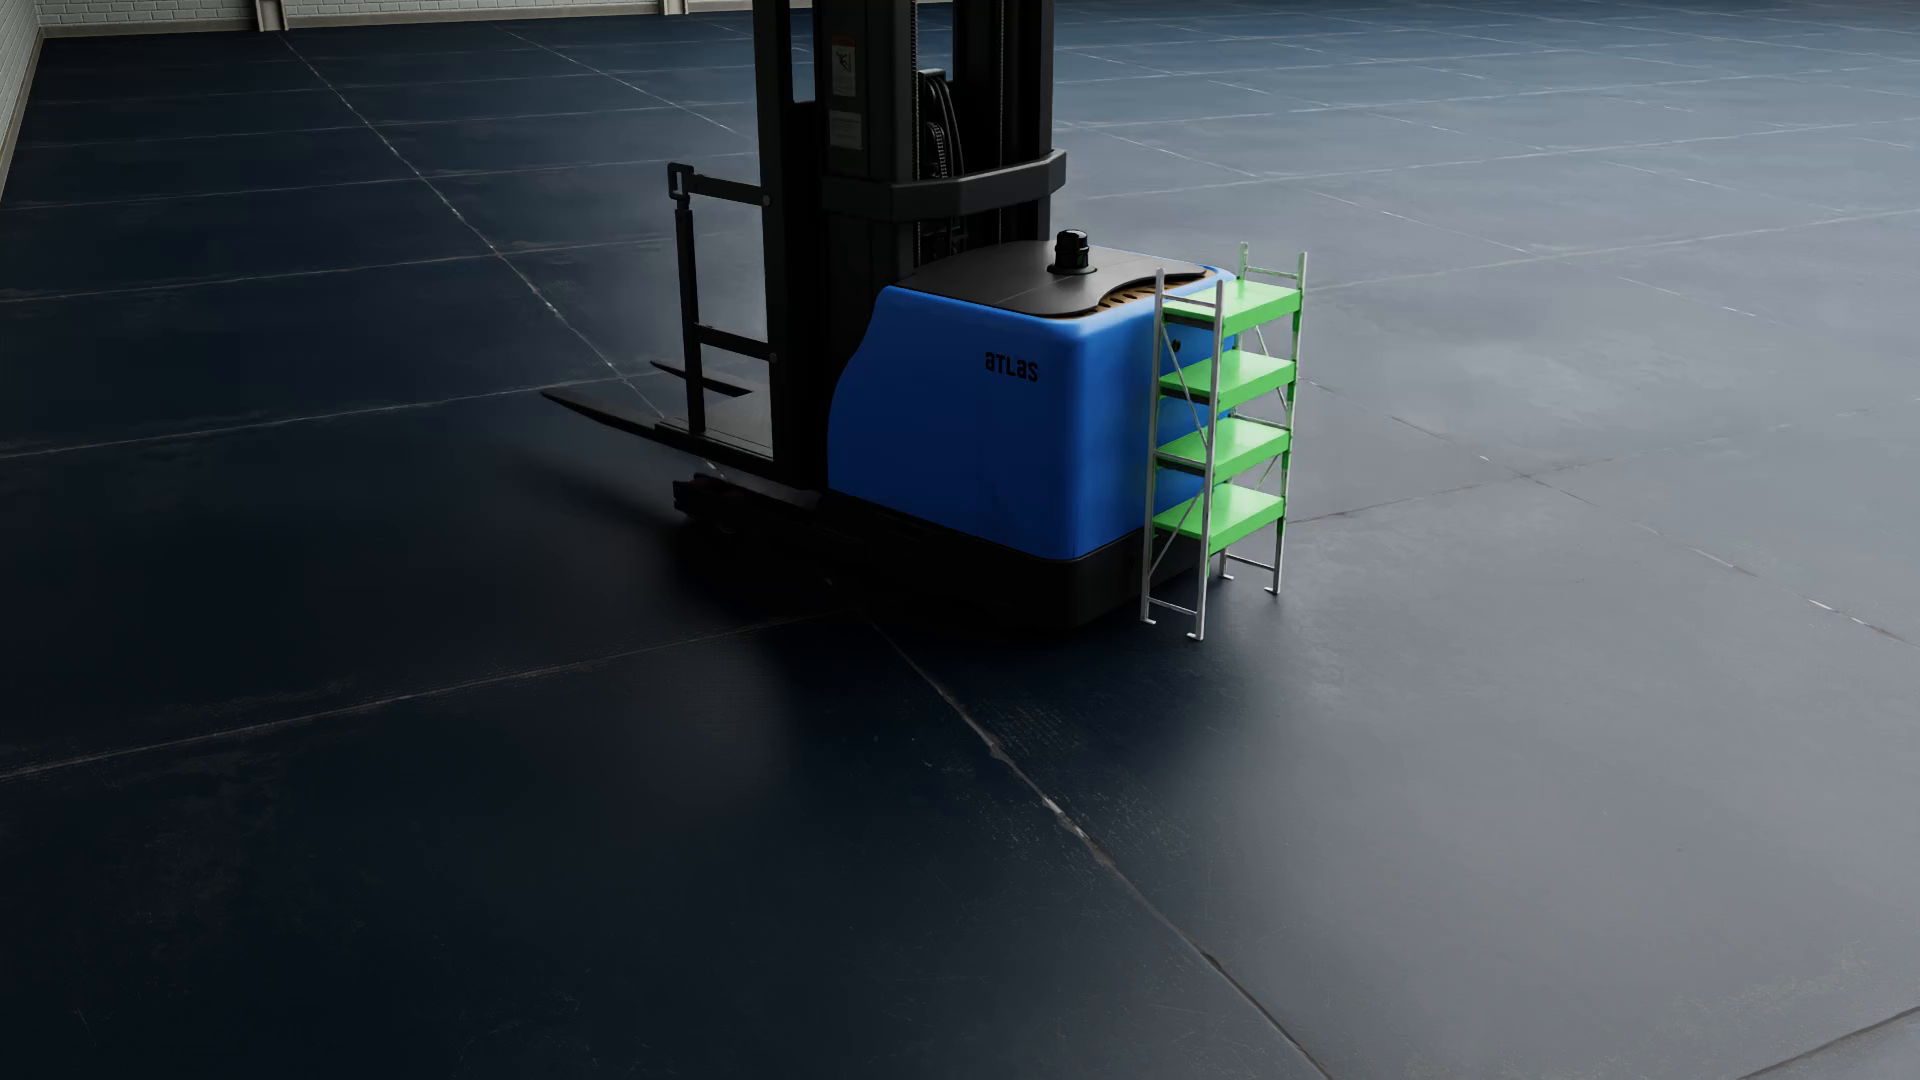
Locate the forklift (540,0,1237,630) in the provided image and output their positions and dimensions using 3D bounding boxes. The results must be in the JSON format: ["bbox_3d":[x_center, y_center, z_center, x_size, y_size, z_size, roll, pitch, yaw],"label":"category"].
[{"bbox_3d":[-0.471,-1.512,6.069,3.031,2.935,1.130,18,29,37],"label":"forklift"}]

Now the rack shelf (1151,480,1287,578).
[{"bbox_3d":[0.861,-0.046,5.587,0.258,0.148,0.480,18,29,37],"label":"rack shelf"}]

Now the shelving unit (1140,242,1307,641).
[{"bbox_3d":[0.861,-0.327,5.471,0.258,1.200,0.503,18,29,37],"label":"shelving unit"}]

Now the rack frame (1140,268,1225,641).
[{"bbox_3d":[0.702,-0.256,5.299,0.240,1.200,0.015,18,29,37],"label":"rack frame"}]

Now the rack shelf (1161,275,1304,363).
[{"bbox_3d":[0.861,-0.711,5.311,0.258,0.148,0.480,18,29,37],"label":"rack shelf"}]

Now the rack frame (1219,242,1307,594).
[{"bbox_3d":[1.020,-0.398,5.642,0.240,1.200,0.015,18,29,37],"label":"rack frame"}]

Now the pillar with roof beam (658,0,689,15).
[{"bbox_3d":[-2.704,-11.081,21.254,0.400,9.000,9.100,-10,25,-24],"label":"pillar with roof beam"}]

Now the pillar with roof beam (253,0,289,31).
[{"bbox_3d":[-8.111,-10.086,18.850,0.400,9.000,9.100,-10,25,-24],"label":"pillar with roof beam"}]

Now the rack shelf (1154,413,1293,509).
[{"bbox_3d":[0.861,-0.268,5.495,0.258,0.148,0.480,18,29,37],"label":"rack shelf"}]

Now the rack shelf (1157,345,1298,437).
[{"bbox_3d":[0.861,-0.489,5.403,0.258,0.148,0.480,18,29,37],"label":"rack shelf"}]
